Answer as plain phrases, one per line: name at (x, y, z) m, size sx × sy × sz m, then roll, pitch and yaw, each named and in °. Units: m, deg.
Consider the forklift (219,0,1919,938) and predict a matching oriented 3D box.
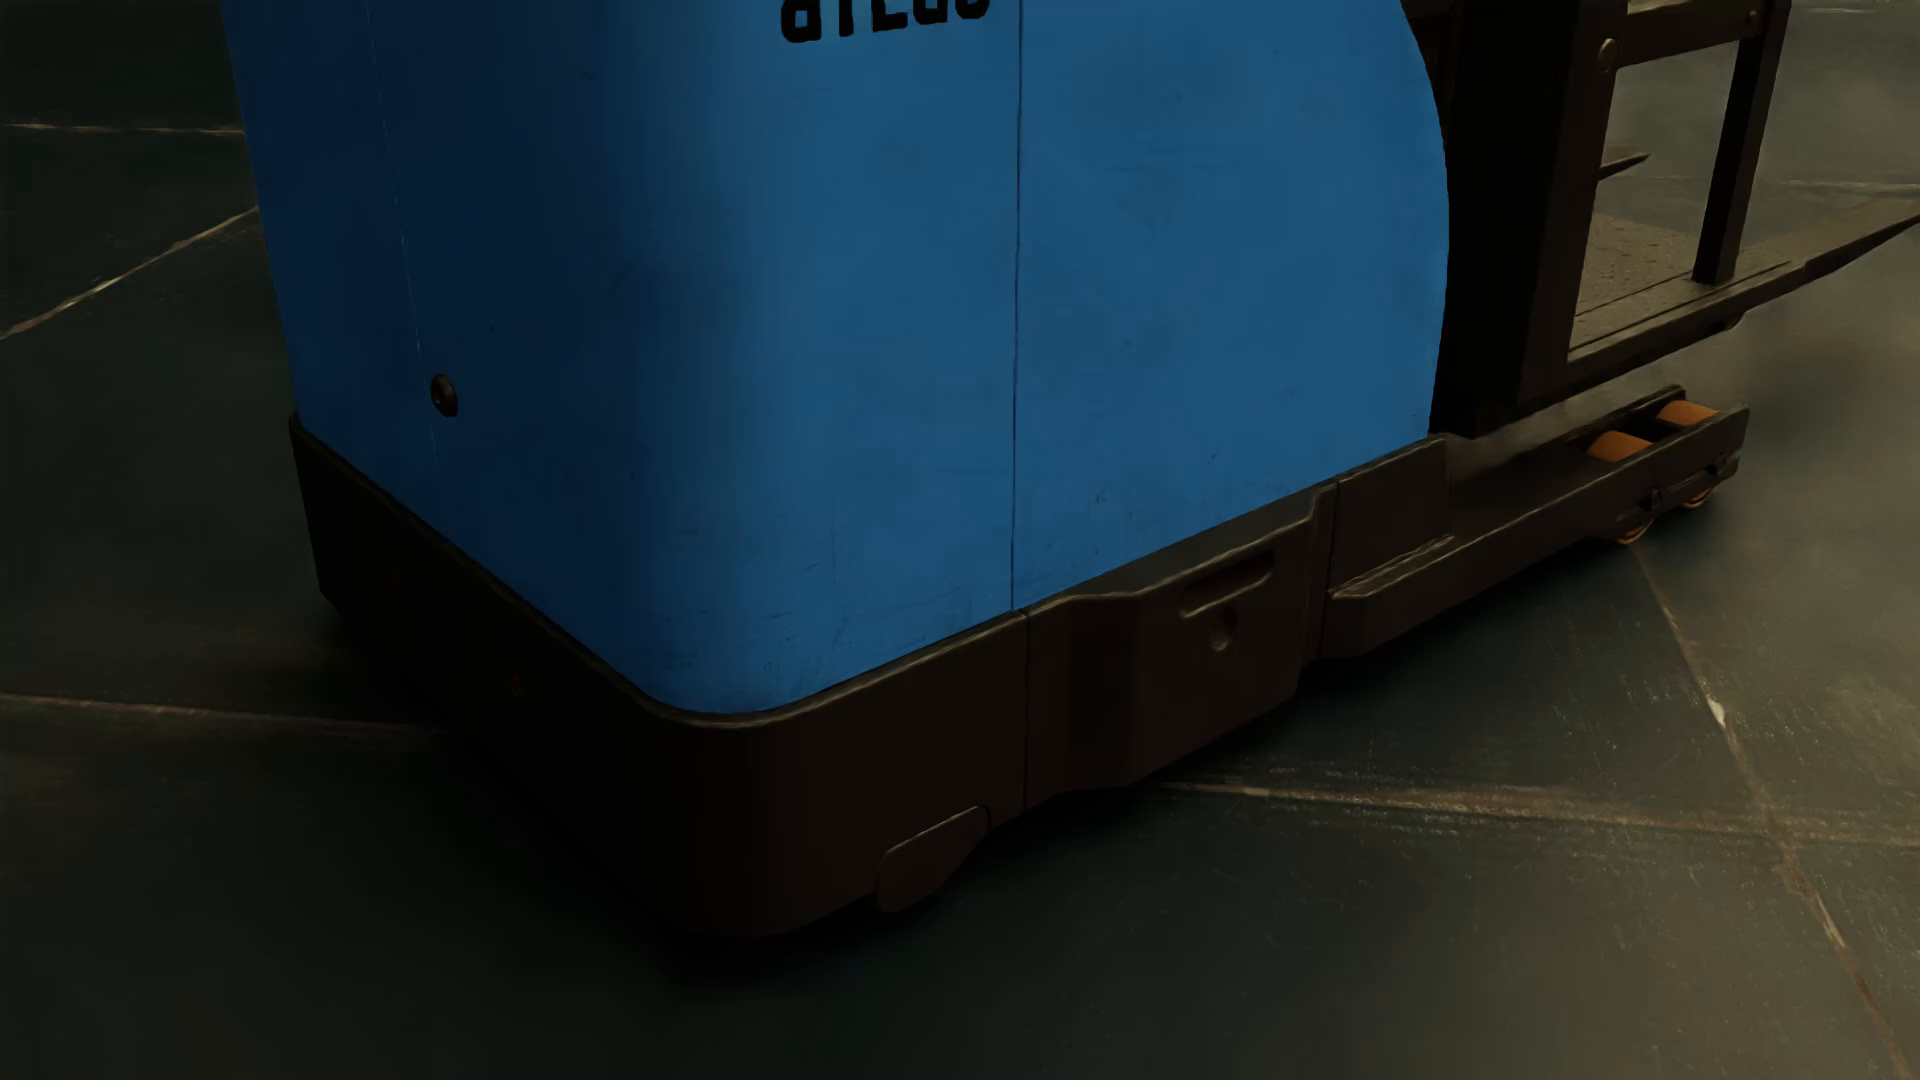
forklift at (0.593, -1.465, 2.153) m, size 3.031 × 2.935 × 1.130 m, roll -21°, pitch 33°, yaw -35°
